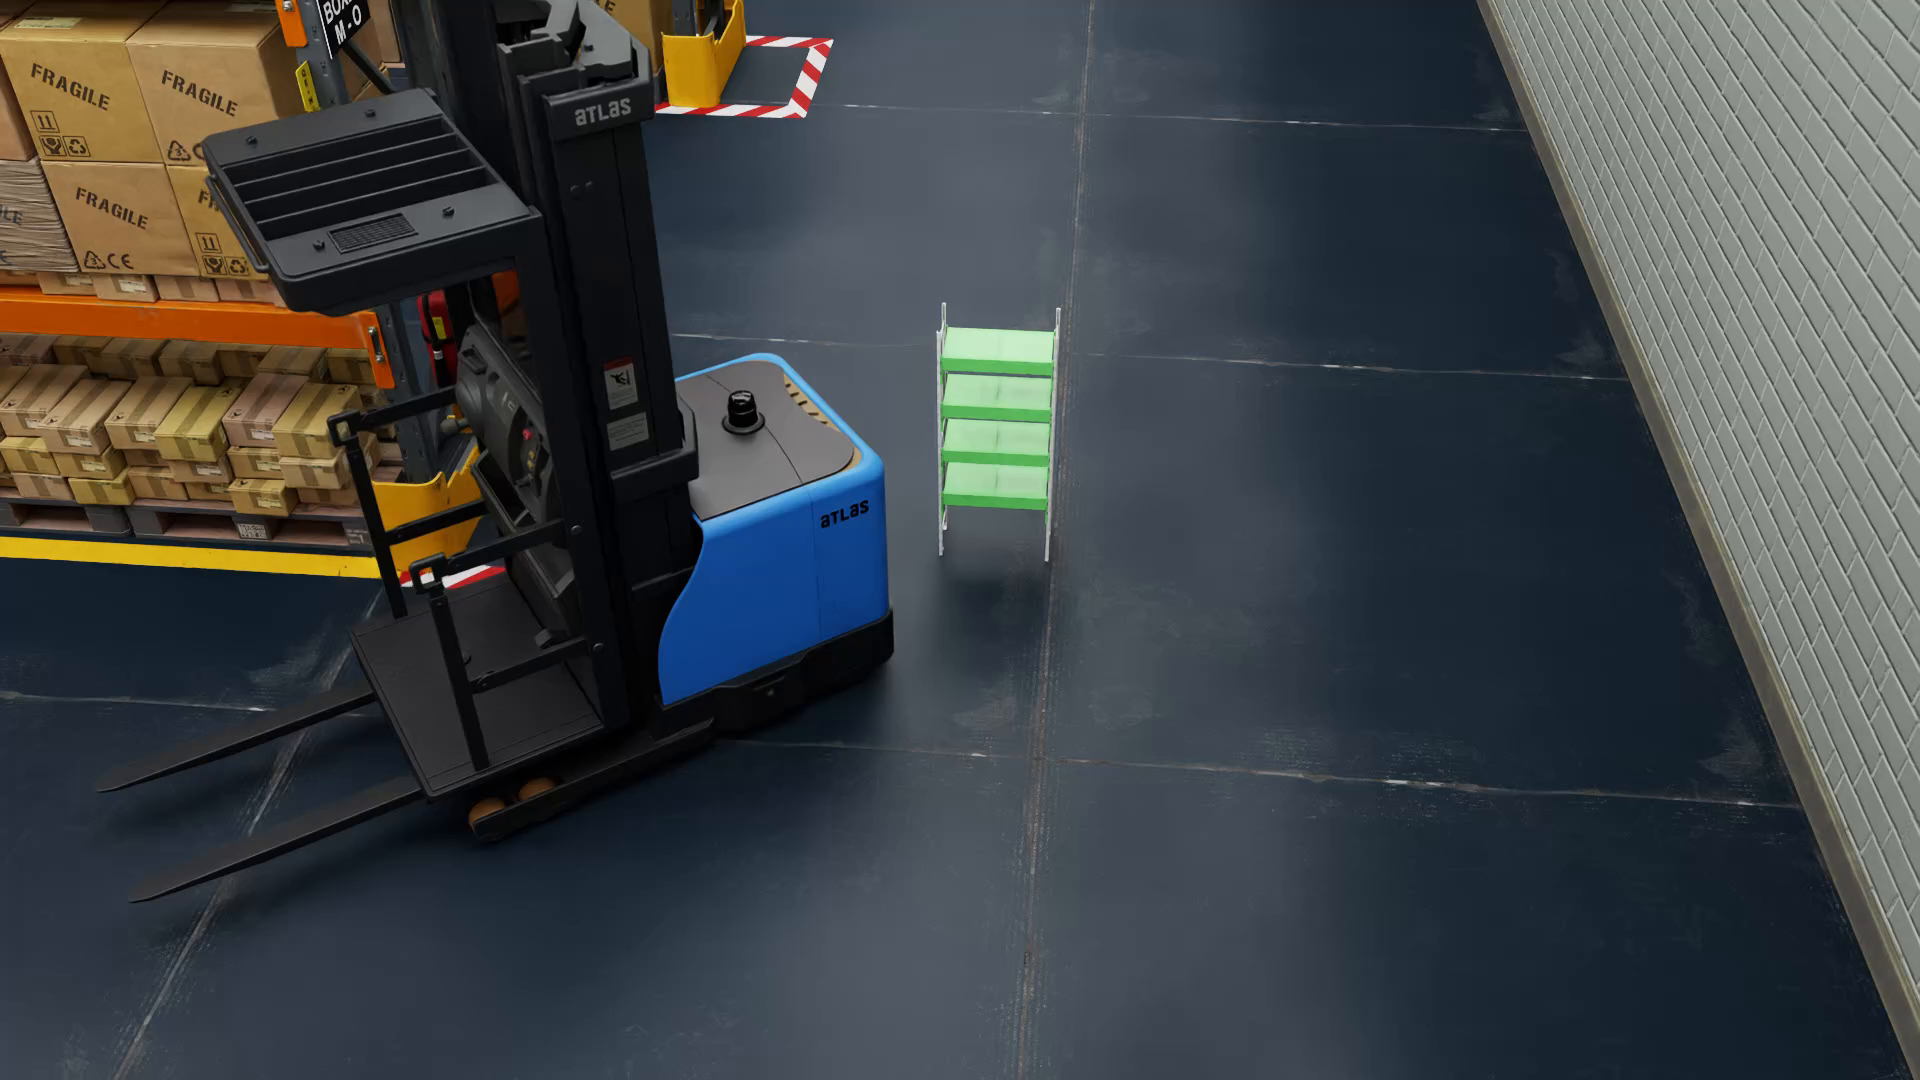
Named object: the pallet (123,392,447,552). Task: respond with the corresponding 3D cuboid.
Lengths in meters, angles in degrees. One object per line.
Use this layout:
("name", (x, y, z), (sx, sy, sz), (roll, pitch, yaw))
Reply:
("pallet", (-3.221, -0.370, 8.038), (1.213, 0.211, 1.003), (3, 39, 4))

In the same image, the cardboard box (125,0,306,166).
("cardboard box", (-2.816, -1.792, 6.468), (0.500, 0.500, 0.500), (2, 39, 3))

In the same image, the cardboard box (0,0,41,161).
("cardboard box", (-3.840, -1.842, 6.530), (0.500, 0.500, 0.500), (5, 39, 6))

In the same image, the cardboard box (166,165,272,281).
("cardboard box", (-2.809, -1.398, 6.777), (0.500, 0.500, 0.500), (4, 39, 5))

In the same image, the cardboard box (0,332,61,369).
("cardboard box", (-4.403, -0.924, 7.964), (0.250, 0.149, 0.380), (3, 39, 4))

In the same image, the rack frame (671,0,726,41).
("rack frame", (-1.810, -4.495, 10.896), (0.127, 3.000, 1.000), (3, 39, 4))

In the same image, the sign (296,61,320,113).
("sign", (-2.407, -1.605, 6.178), (0.005, 0.325, 0.100), (3, 39, 4))

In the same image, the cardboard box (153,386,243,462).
("cardboard box", (-3.402, -0.523, 7.470), (0.250, 0.149, 0.380), (2, 39, 3))

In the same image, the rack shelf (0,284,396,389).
("rack shelf", (-4.331, -1.211, 7.432), (4.000, 0.370, 1.077), (3, 39, 4))

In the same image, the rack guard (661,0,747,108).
("rack guard", (-1.786, -3.524, 11.684), (0.348, 0.500, 1.175), (3, 39, 4))

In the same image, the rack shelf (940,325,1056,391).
("rack shelf", (0.165, -0.779, 7.097), (0.480, 0.148, 0.258), (3, 39, 4))

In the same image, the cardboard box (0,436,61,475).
("cardboard box", (-4.178, -0.476, 7.649), (0.250, 0.149, 0.380), (5, 39, 6))

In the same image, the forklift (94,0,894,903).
("forklift", (-1.804, -0.373, 5.886), (3.031, 2.935, 1.130), (-21, 44, -24))

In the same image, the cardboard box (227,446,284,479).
("cardboard box", (-3.145, -0.451, 7.618), (0.250, 0.149, 0.380), (2, 39, 3))

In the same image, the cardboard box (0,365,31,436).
("cardboard box", (-4.444, -0.637, 7.611), (0.250, 0.149, 0.380), (3, 39, 4))

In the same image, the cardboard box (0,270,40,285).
("cardboard box", (-3.964, -1.249, 7.108), (0.250, 0.149, 0.380), (2, 39, 2))

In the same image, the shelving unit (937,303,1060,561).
("shelving unit", (0.165, -0.456, 7.360), (0.503, 1.200, 0.258), (3, 39, 4))

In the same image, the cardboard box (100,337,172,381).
("cardboard box", (-3.886, -0.927, 7.968), (0.250, 0.149, 0.380), (5, 39, 6))

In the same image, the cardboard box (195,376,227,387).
("cardboard box", (-3.604, -0.834, 8.089), (0.250, 0.149, 0.380), (4, 39, 5))

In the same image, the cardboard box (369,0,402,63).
("cardboard box", (-4.248, -3.917, 11.536), (0.875, 0.875, 0.875), (3, 39, 4))

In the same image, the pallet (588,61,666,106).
("pallet", (-2.614, -3.408, 11.770), (1.213, 0.211, 1.003), (3, 39, 4))

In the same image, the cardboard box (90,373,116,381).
("cardboard box", (-4.151, -0.778, 8.019), (0.250, 0.149, 0.380), (5, 39, 6))

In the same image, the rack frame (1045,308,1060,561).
("rack frame", (0.408, -0.443, 7.344), (0.015, 1.200, 0.240), (3, 39, 4))

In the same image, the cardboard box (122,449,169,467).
("cardboard box", (-3.666, -0.510, 7.690), (0.250, 0.149, 0.380), (3, 39, 3))

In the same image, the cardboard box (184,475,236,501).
("cardboard box", (-3.402, -0.355, 7.735), (0.250, 0.149, 0.380), (3, 39, 4))

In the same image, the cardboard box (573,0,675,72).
("cardboard box", (-2.455, -3.818, 11.416), (0.875, 0.875, 0.875), (3, 39, 4))

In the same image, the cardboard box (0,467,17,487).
("cardboard box", (-4.424, -0.423, 7.819), (0.250, 0.149, 0.380), (4, 39, 5))

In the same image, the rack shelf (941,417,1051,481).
("rack shelf", (0.165, -0.407, 7.400), (0.480, 0.148, 0.258), (3, 39, 4))

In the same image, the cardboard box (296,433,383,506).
("cardboard box", (-2.881, -0.336, 7.712), (0.250, 0.149, 0.380), (4, 39, 5))

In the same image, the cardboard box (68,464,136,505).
("cardboard box", (-3.909, -0.334, 7.710), (0.250, 0.149, 0.380), (1, 39, 2))

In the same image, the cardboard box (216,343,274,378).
("cardboard box", (-3.356, -0.945, 7.989), (0.250, 0.149, 0.380), (3, 39, 4))

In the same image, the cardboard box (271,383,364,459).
("cardboard box", (-2.888, -0.539, 7.490), (0.250, 0.149, 0.380), (4, 39, 4))

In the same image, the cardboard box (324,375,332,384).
("cardboard box", (-3.107, -0.794, 8.040), (0.250, 0.149, 0.380), (3, 39, 4))

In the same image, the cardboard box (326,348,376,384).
("cardboard box", (-2.831, -0.911, 7.948), (0.250, 0.149, 0.380), (1, 39, 2))

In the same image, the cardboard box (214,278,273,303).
("cardboard box", (-2.933, -1.161, 6.999), (0.250, 0.149, 0.380), (3, 39, 4))

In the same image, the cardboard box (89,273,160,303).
("cardboard box", (-3.440, -1.164, 7.003), (0.250, 0.149, 0.380), (4, 39, 5))

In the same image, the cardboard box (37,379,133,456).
("cardboard box", (-3.927, -0.556, 7.512), (0.250, 0.149, 0.380), (5, 39, 6))

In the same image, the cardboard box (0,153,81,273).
("cardboard box", (-3.827, -1.451, 6.841), (0.500, 0.500, 0.500), (3, 39, 4))
